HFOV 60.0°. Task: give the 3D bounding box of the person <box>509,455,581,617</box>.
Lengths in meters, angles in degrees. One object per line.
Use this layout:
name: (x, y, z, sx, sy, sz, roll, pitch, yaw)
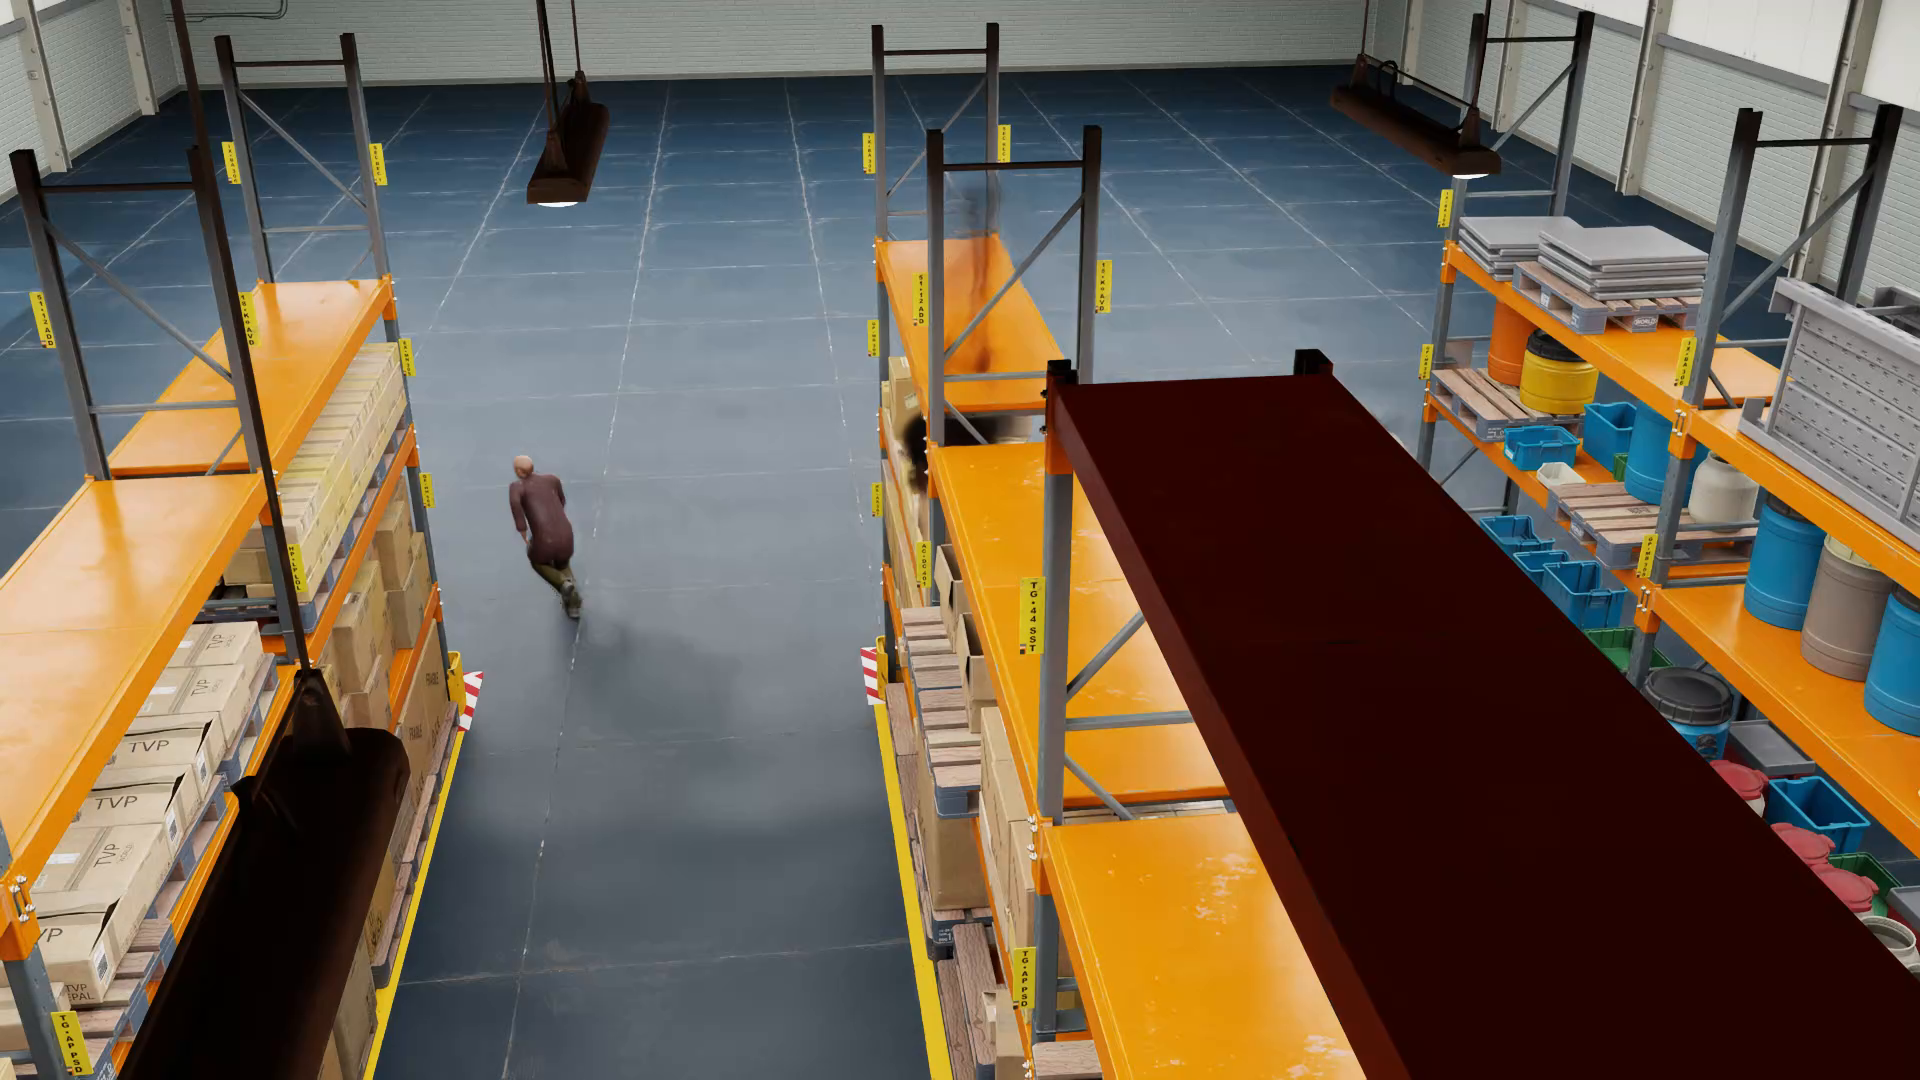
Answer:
person: (-4.213, -0.038, 16.727, 0.904, 1.606, 0.738, 20, 32, 36)
